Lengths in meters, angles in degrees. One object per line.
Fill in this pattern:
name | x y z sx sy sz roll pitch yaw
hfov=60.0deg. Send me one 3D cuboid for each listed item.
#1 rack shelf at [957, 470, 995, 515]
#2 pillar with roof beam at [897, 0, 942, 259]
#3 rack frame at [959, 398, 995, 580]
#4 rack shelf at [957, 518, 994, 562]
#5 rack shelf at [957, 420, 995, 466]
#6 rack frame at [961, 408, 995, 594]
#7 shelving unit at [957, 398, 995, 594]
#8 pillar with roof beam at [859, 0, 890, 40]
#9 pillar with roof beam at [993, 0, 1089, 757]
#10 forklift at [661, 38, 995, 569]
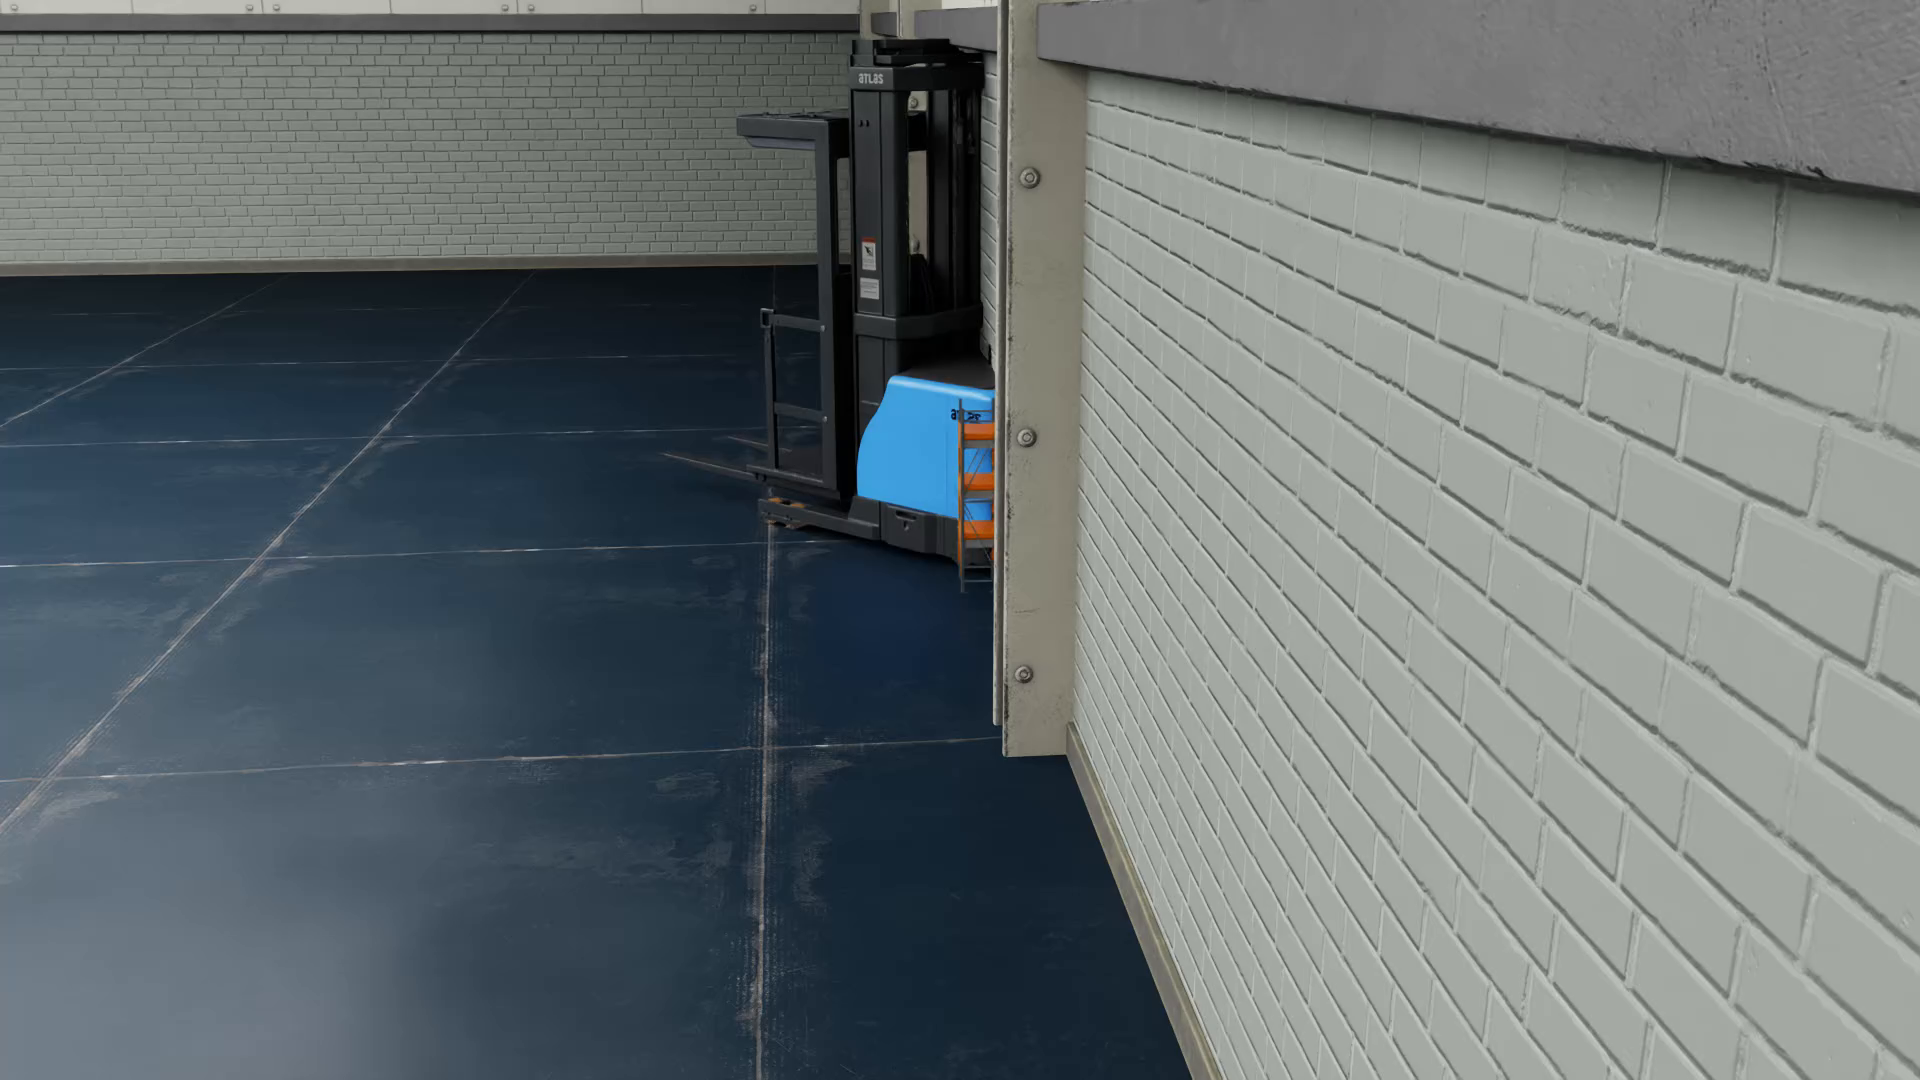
rack shelf | 0.100 -0.232 9.198 0.215 0.259 0.240 -1 17 -3
pillar with roof beam | -4.577 -5.074 11.315 9.100 9.000 0.400 -2 18 -6
rack frame | 0.093 -0.278 9.311 0.200 1.050 0.008 -1 17 -3
rack shelf | 0.100 0.033 9.281 0.215 0.259 0.240 -1 17 -3
rack shelf | 0.100 -0.502 9.113 0.215 0.259 0.240 -1 17 -3
rack frame | 0.106 -0.205 9.078 0.200 1.050 0.008 -1 17 -3
shelving unit | 0.100 -0.242 9.194 0.215 1.050 0.252 -1 17 -3
pillar with roof beam | -5.196 -6.861 17.009 9.100 9.000 0.400 -2 18 -6
pillar with roof beam | -3.958 -3.286 5.621 9.100 9.000 0.400 -2 18 -6
forklift | -0.650 -1.571 10.289 3.031 2.935 1.130 13 22 37
